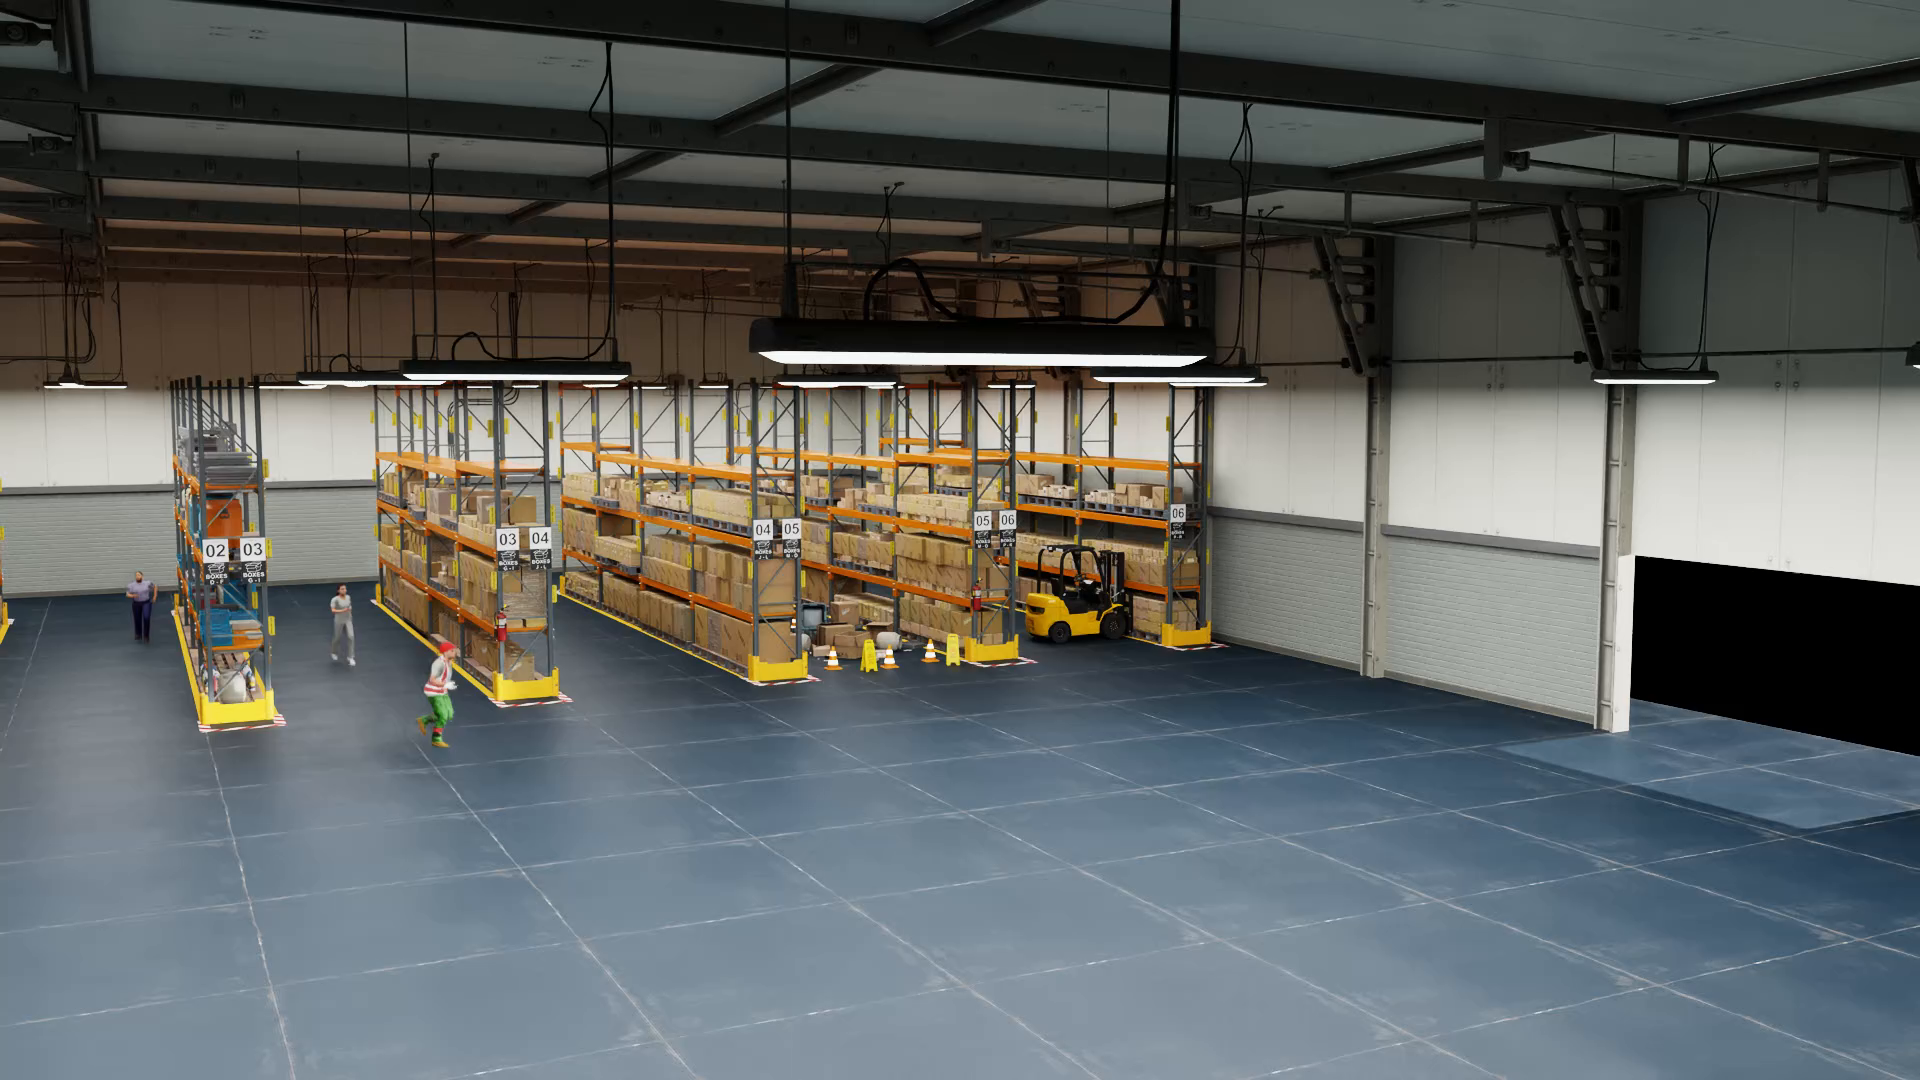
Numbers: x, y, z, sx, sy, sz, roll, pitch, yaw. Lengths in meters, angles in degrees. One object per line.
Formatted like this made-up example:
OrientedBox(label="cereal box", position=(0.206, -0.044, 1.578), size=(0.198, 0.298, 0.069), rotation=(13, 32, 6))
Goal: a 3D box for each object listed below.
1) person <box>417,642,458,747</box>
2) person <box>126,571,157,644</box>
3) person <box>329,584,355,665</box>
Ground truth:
OrientedBox(label="person", position=(-8.425, 2.500, 26.828), size=(0.739, 1.725, 0.645), rotation=(1, 5, 6))
OrientedBox(label="person", position=(-18.694, 1.534, 38.007), size=(0.608, 1.684, 0.866), rotation=(-2, 5, -21))
OrientedBox(label="person", position=(-13.020, 1.764, 35.022), size=(0.909, 1.678, 0.543), rotation=(5, 7, 44))
